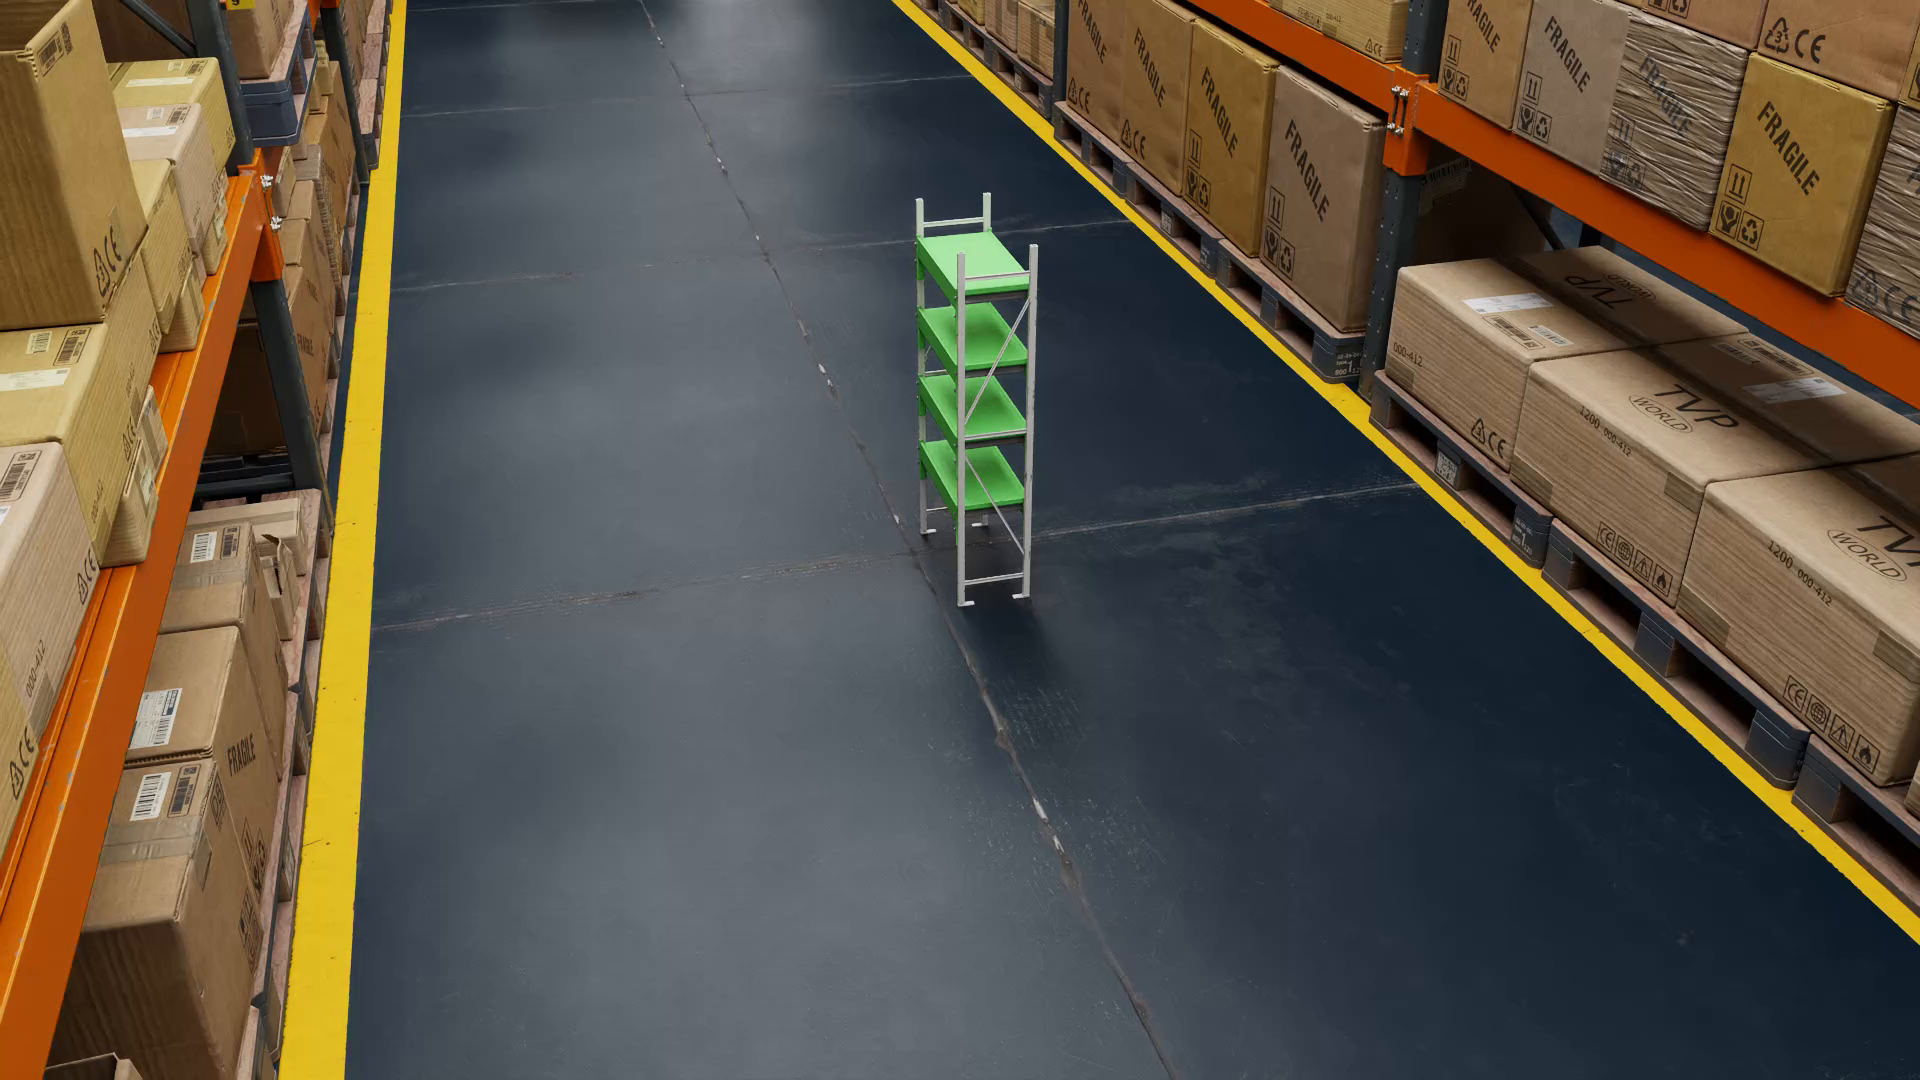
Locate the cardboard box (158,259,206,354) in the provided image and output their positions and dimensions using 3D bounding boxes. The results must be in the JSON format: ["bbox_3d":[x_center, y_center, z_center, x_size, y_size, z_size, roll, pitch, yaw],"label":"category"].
[{"bbox_3d":[-2.020,-0.544,3.946,0.380,0.149,0.250,-8,31,-14],"label":"cardboard box"}]

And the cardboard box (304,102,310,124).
[{"bbox_3d":[-3.200,-1.981,7.607,0.380,0.149,0.250,-7,31,-12],"label":"cardboard box"}]

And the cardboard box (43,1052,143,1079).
[{"bbox_3d":[-1.678,1.255,2.661,0.797,0.503,0.637,-9,31,-15],"label":"cardboard box"}]

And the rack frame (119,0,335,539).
[{"bbox_3d":[-2.669,-1.268,4.946,1.000,3.000,0.127,-8,31,-13],"label":"rack frame"}]

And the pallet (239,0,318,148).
[{"bbox_3d":[-2.776,-1.585,5.686,1.003,0.211,1.213,-8,31,-13],"label":"pallet"}]

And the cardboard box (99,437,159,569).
[{"bbox_3d":[-1.724,-0.051,3.095,0.380,0.149,0.250,-9,31,-15],"label":"cardboard box"}]

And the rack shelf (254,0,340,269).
[{"bbox_3d":[-3.200,-1.923,6.795,1.077,0.370,4.000,-8,31,-13],"label":"rack shelf"}]

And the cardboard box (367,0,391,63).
[{"bbox_3d":[-1.253,-3.159,8.763,5.789,2.449,8.416,-8,31,-14],"label":"cardboard box"}]

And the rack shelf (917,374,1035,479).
[{"bbox_3d":[0.044,-0.384,5.343,0.258,0.148,0.480,-8,31,-13],"label":"rack shelf"}]

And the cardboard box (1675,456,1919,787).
[{"bbox_3d":[2.655,0.183,4.578,0.875,0.438,0.875,-7,31,-12],"label":"cardboard box"}]

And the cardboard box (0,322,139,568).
[{"bbox_3d":[-1.740,-0.143,2.855,0.500,0.250,0.500,-8,31,-14],"label":"cardboard box"}]

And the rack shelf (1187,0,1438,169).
[{"bbox_3d":[1.585,-2.584,7.939,1.077,0.370,4.000,-8,31,-13],"label":"rack shelf"}]

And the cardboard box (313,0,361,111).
[{"bbox_3d":[-3.883,-2.657,9.297,0.875,0.625,0.625,-7,31,-12],"label":"cardboard box"}]

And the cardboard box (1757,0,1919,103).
[{"bbox_3d":[2.393,-1.406,4.087,0.500,0.500,0.500,-8,31,-14],"label":"cardboard box"}]

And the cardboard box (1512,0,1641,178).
[{"bbox_3d":[2.117,-1.468,5.192,0.500,0.500,0.500,-8,31,-13],"label":"cardboard box"}]

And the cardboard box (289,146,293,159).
[{"bbox_3d":[-3.015,-1.606,6.959,0.380,0.149,0.250,-8,31,-13],"label":"cardboard box"}]

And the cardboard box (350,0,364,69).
[{"bbox_3d":[-4.243,-3.297,10.402,0.875,0.625,0.625,-9,31,-15],"label":"cardboard box"}]

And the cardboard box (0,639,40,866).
[{"bbox_3d":[-1.468,0.345,2.012,0.500,0.250,0.500,-8,31,-13],"label":"cardboard box"}]

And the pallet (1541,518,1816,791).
[{"bbox_3d":[2.569,0.245,5.116,1.003,0.211,1.213,-8,31,-13],"label":"pallet"}]

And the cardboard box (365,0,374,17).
[{"bbox_3d":[-4.643,-4.035,11.679,0.875,0.625,0.625,-6,31,-11],"label":"cardboard box"}]

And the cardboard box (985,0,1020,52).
[{"bbox_3d":[0.710,-3.536,11.068,0.950,0.372,0.625,-8,31,-14],"label":"cardboard box"}]

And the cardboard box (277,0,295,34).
[{"bbox_3d":[-2.719,-2.006,5.703,0.700,0.500,0.500,-8,31,-13],"label":"cardboard box"}]

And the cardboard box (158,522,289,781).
[{"bbox_3d":[-2.143,0.337,4.250,0.700,0.500,0.500,-9,31,-15],"label":"cardboard box"}]

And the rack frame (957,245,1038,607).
[{"bbox_3d":[0.109,-0.321,5.108,0.240,1.200,0.015,-8,31,-13],"label":"rack frame"}]

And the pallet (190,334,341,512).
[{"bbox_3d":[-2.921,-0.449,6.315,1.003,0.211,1.213,-8,31,-13],"label":"pallet"}]

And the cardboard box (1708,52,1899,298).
[{"bbox_3d":[2.380,-0.978,4.346,0.500,0.500,0.500,-7,31,-12],"label":"cardboard box"}]

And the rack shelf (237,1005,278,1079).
[{"bbox_3d":[11.090,-4.163,10.148,30.696,2.800,11.642,-8,31,-13],"label":"rack shelf"}]

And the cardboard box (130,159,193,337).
[{"bbox_3d":[-2.032,-0.636,3.707,0.500,0.250,0.500,-8,31,-14],"label":"cardboard box"}]

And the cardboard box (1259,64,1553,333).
[{"bbox_3d":[1.874,-1.481,7.016,0.875,0.875,0.875,-7,31,-12],"label":"cardboard box"}]

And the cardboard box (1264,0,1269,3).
[{"bbox_3d":[1.504,-2.540,7.294,0.500,0.250,0.500,-9,31,-15],"label":"cardboard box"}]

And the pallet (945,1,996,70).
[{"bbox_3d":[0.528,-3.620,11.794,1.003,0.211,1.213,-8,31,-13],"label":"pallet"}]

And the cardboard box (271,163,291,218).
[{"bbox_3d":[-2.851,-1.359,6.533,0.380,0.149,0.250,-8,31,-13],"label":"cardboard box"}]

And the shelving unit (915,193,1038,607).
[{"bbox_3d":[0.044,-0.439,5.311,0.258,1.200,0.503,-8,31,-13],"label":"shelving unit"}]

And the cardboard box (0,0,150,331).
[{"bbox_3d":[-1.867,-0.704,3.076,0.500,0.500,0.500,-7,31,-12],"label":"cardboard box"}]

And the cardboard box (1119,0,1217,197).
[{"bbox_3d":[1.390,-2.348,8.514,0.875,0.875,0.875,-7,31,-13],"label":"cardboard box"}]

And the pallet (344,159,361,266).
[{"bbox_3d":[-3.569,-1.627,8.351,1.003,0.211,1.213,-8,31,-13],"label":"pallet"}]

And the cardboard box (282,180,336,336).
[{"bbox_3d":[-2.860,-1.129,6.782,0.500,0.500,0.500,-9,31,-15],"label":"cardboard box"}]

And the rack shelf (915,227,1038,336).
[{"bbox_3d":[0.044,-0.799,5.103,0.258,0.148,0.480,-8,31,-13],"label":"rack shelf"}]

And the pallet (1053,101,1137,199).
[{"bbox_3d":[1.190,-2.264,9.451,1.003,0.211,1.213,-8,31,-13],"label":"pallet"}]

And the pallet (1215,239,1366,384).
[{"bbox_3d":[1.838,-1.085,7.415,1.003,0.211,1.213,-8,31,-13],"label":"pallet"}]
